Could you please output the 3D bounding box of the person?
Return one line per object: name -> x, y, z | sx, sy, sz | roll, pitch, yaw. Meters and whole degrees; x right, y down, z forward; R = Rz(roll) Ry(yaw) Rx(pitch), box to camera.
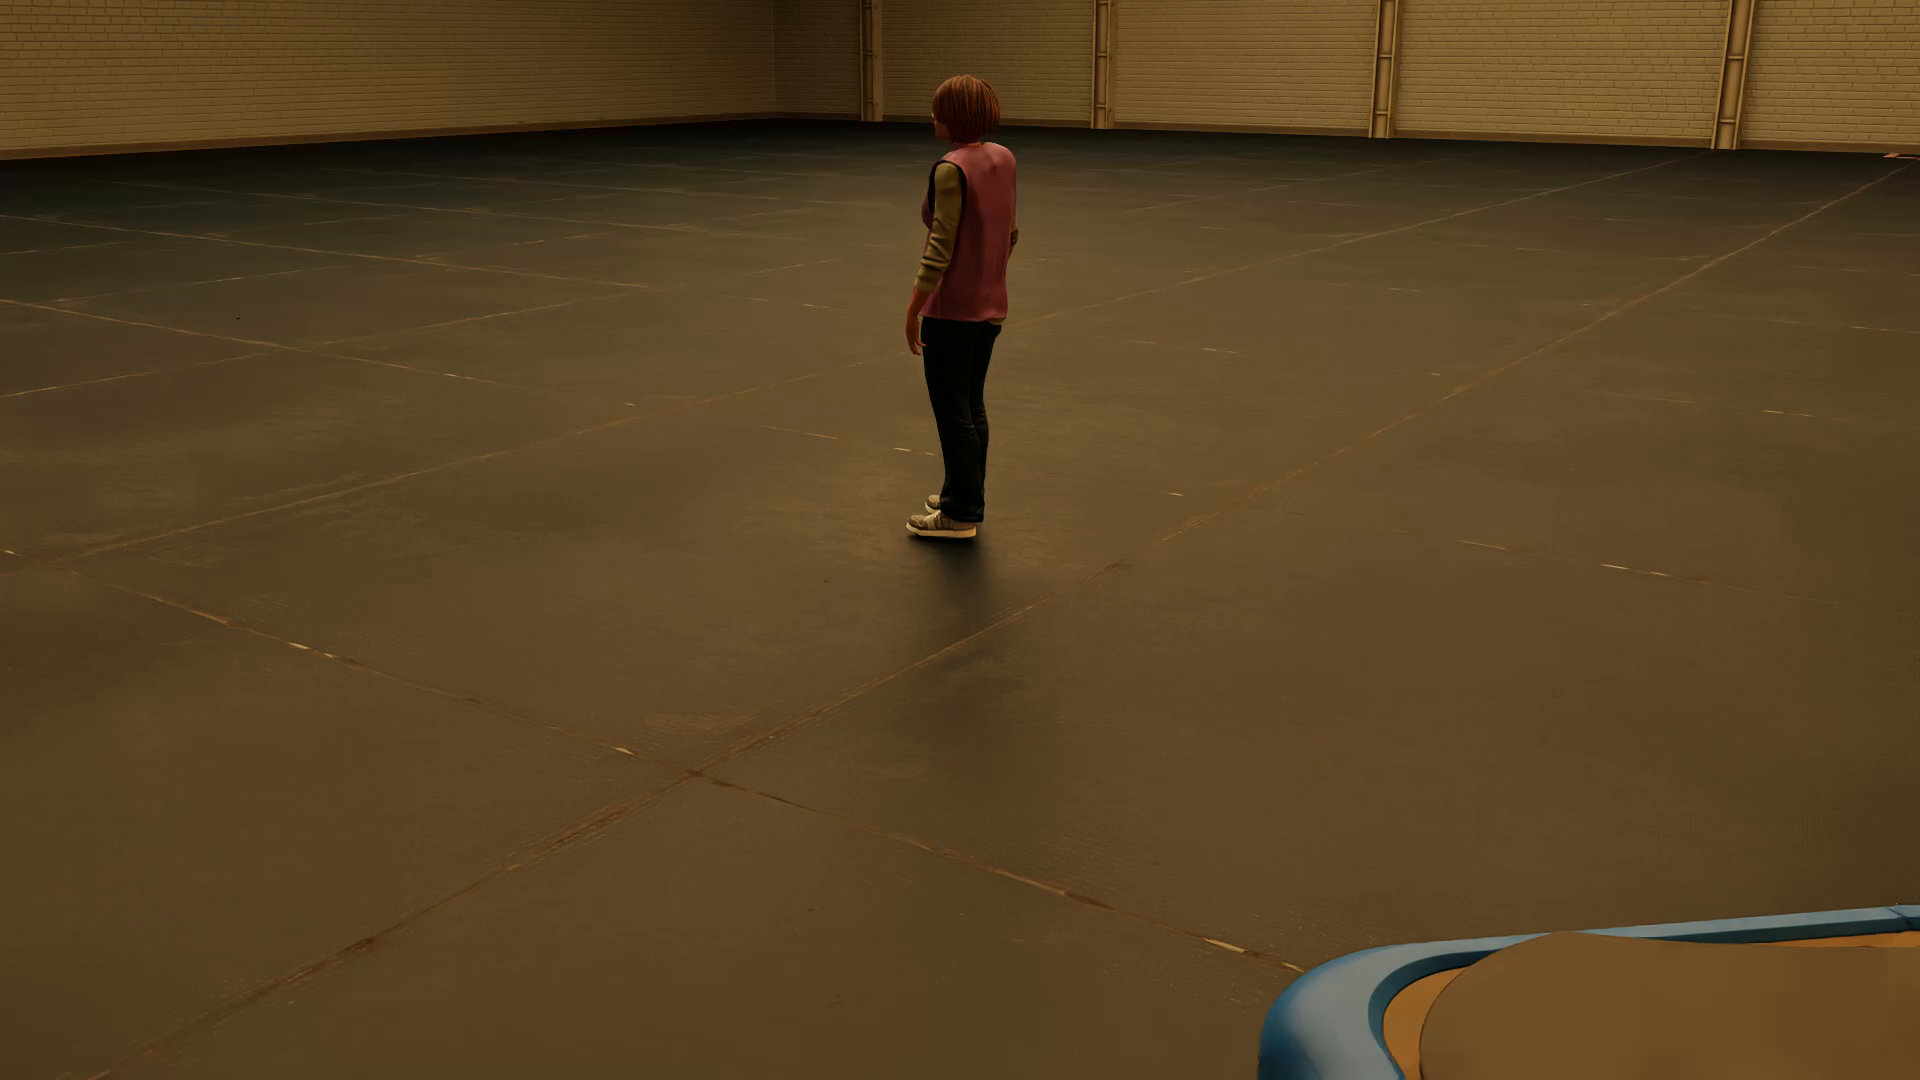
person -> -0.054, -0.788, 5.769 | 0.473, 1.599, 0.520 | 11, 20, 33
